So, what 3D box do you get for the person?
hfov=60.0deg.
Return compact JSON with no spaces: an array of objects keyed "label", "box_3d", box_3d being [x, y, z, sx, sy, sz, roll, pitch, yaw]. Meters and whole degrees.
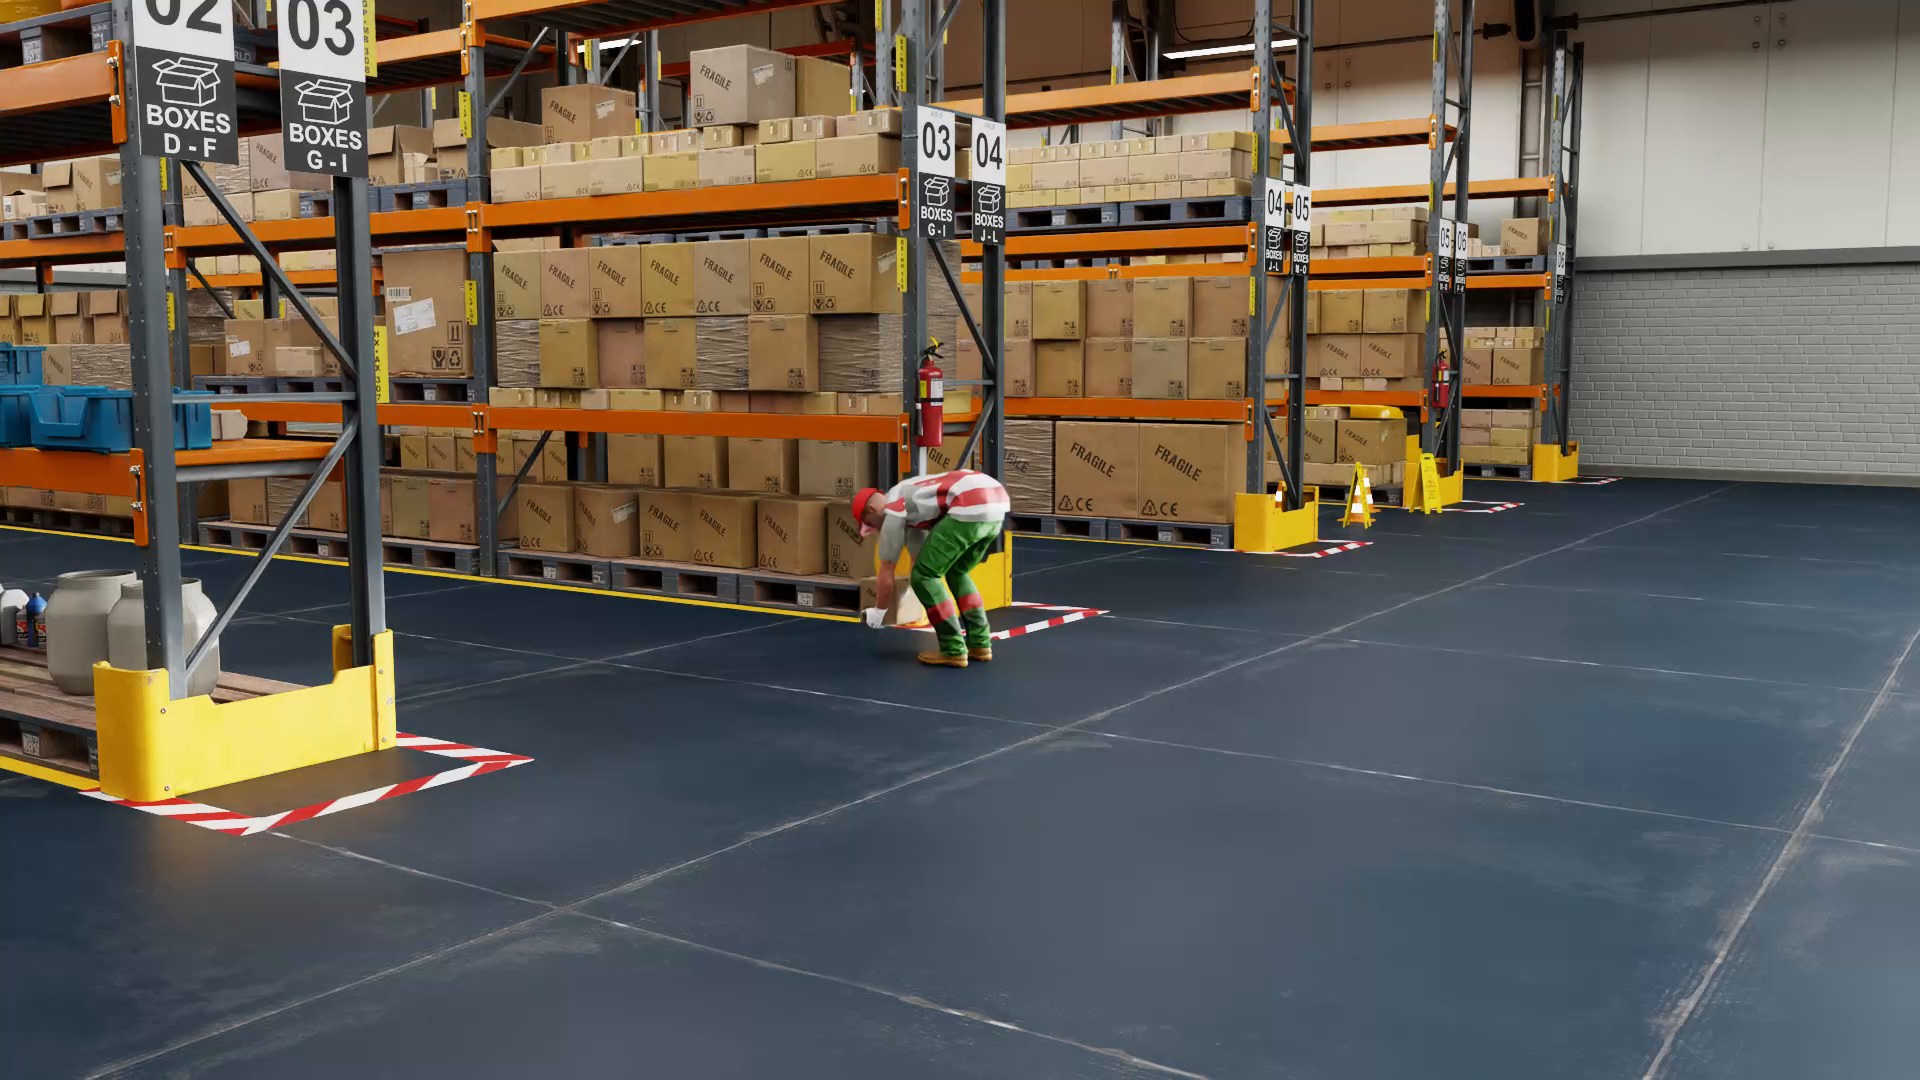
[{"label":"person","box_3d":[-0.189,0.132,9.235,0.962,1.060,0.517,4,7,31]}]
